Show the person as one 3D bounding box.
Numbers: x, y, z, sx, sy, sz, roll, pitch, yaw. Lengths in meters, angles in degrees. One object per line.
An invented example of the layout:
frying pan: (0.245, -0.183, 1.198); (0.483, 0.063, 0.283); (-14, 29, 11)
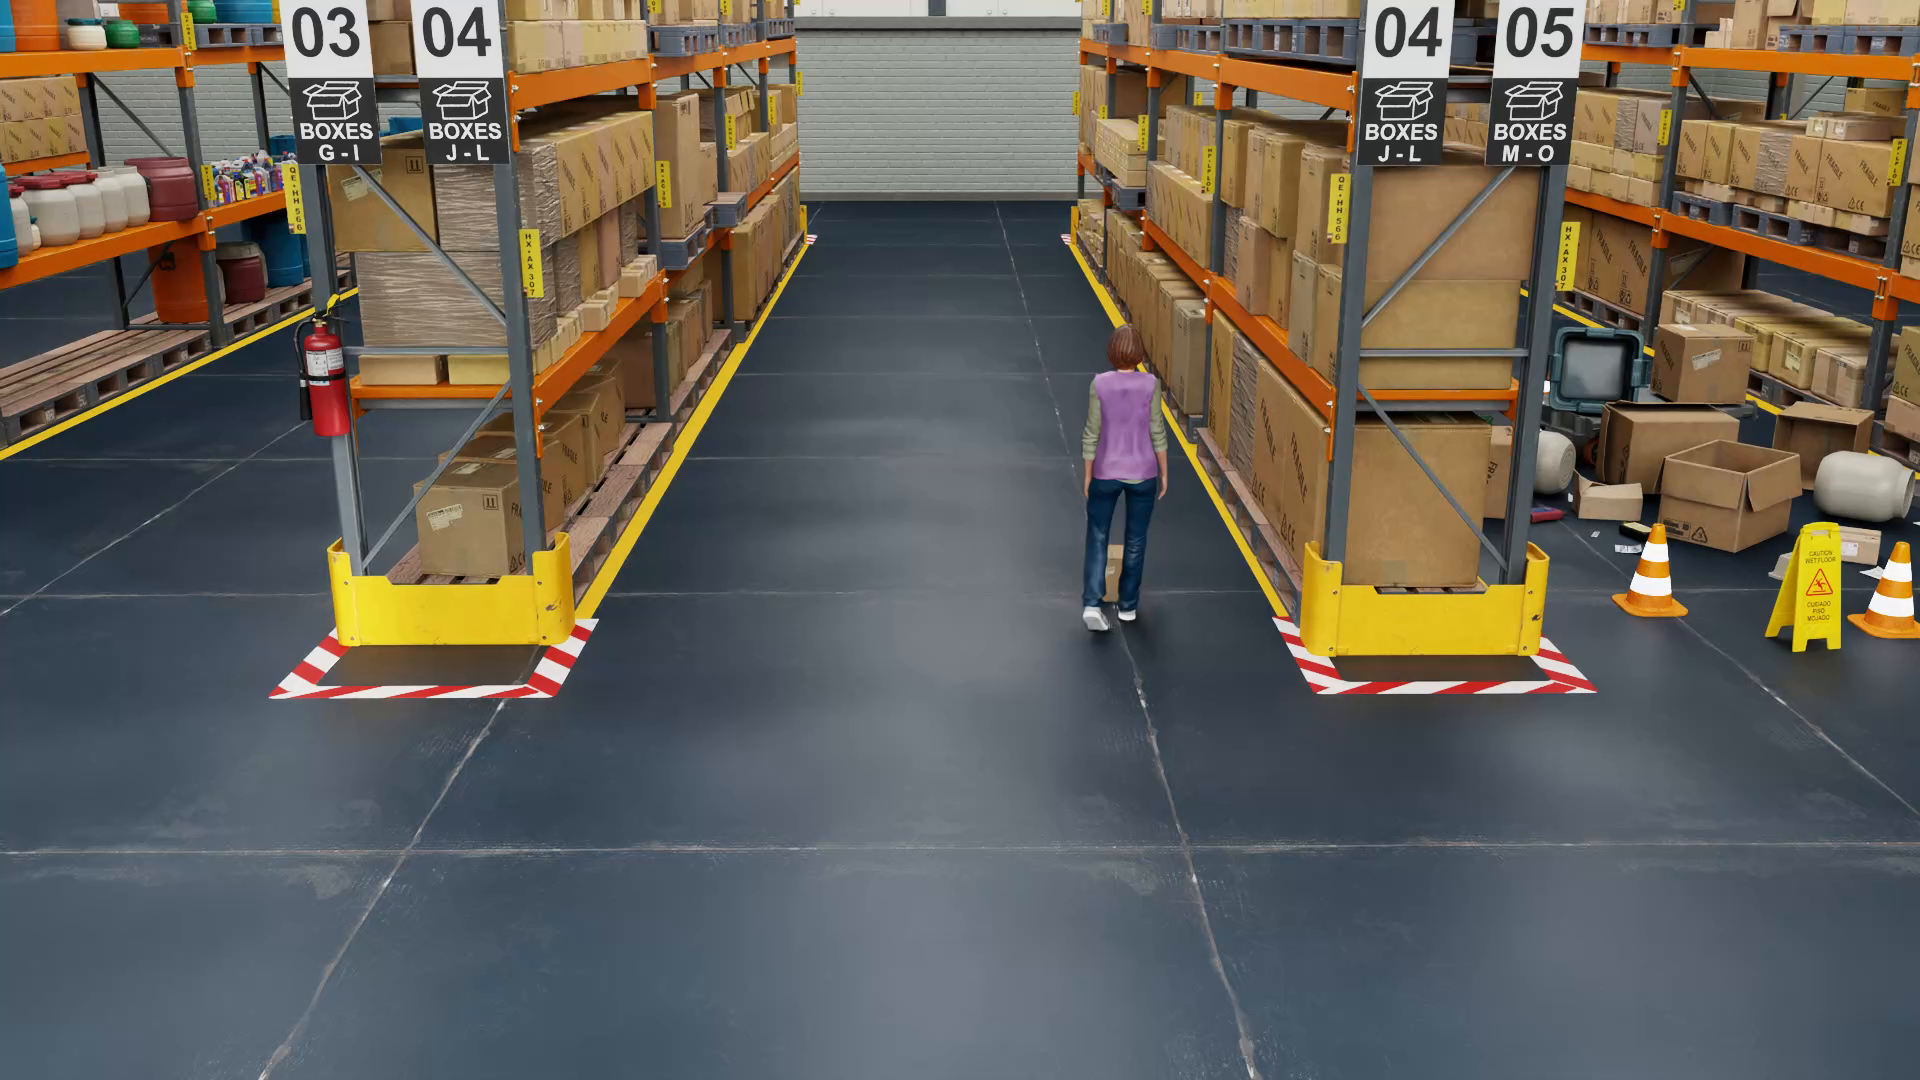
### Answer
person: (0.848, -0.322, 8.566); (0.444, 1.600, 0.540); (2, 18, 6)
